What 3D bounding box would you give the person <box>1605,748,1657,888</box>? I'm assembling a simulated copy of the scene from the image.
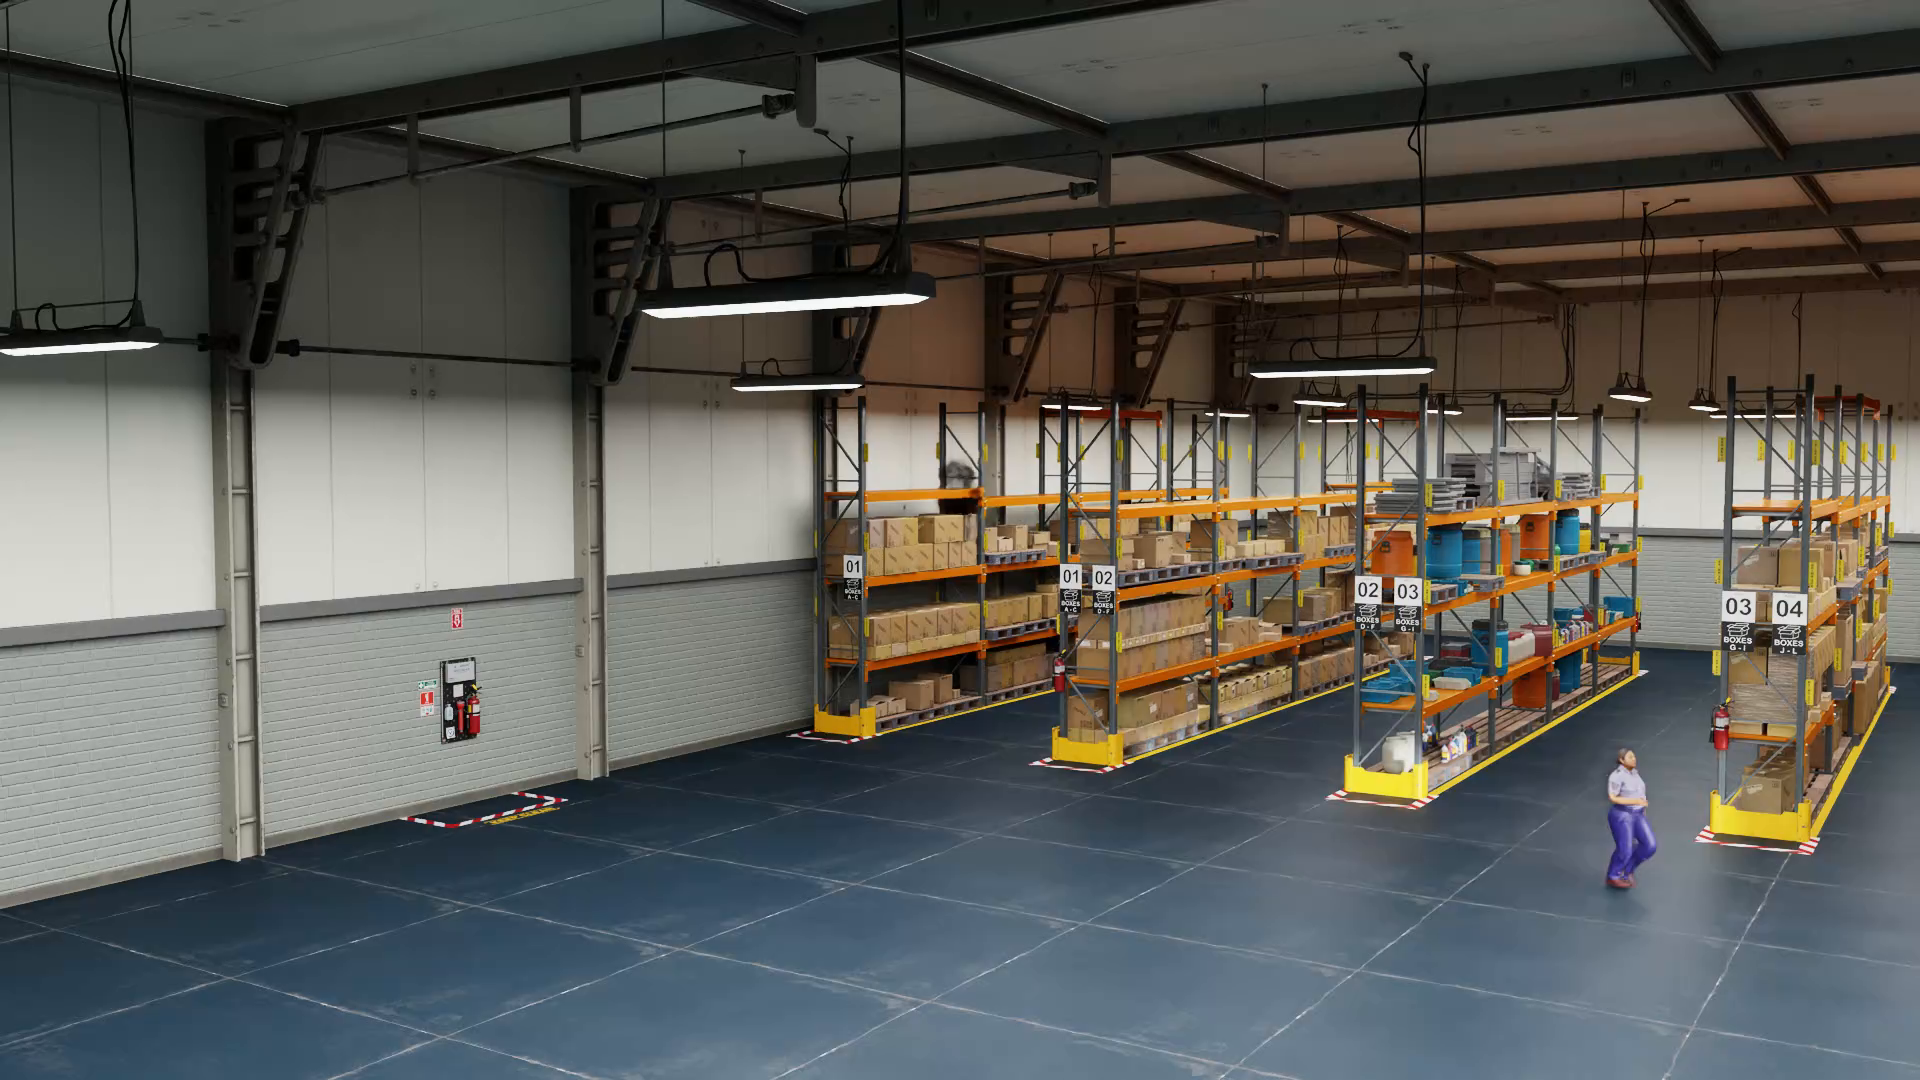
[{"bbox_3d":[7.681,3.196,19.003,0.589,1.621,0.590,-2,3,-31],"label":"person"}]
